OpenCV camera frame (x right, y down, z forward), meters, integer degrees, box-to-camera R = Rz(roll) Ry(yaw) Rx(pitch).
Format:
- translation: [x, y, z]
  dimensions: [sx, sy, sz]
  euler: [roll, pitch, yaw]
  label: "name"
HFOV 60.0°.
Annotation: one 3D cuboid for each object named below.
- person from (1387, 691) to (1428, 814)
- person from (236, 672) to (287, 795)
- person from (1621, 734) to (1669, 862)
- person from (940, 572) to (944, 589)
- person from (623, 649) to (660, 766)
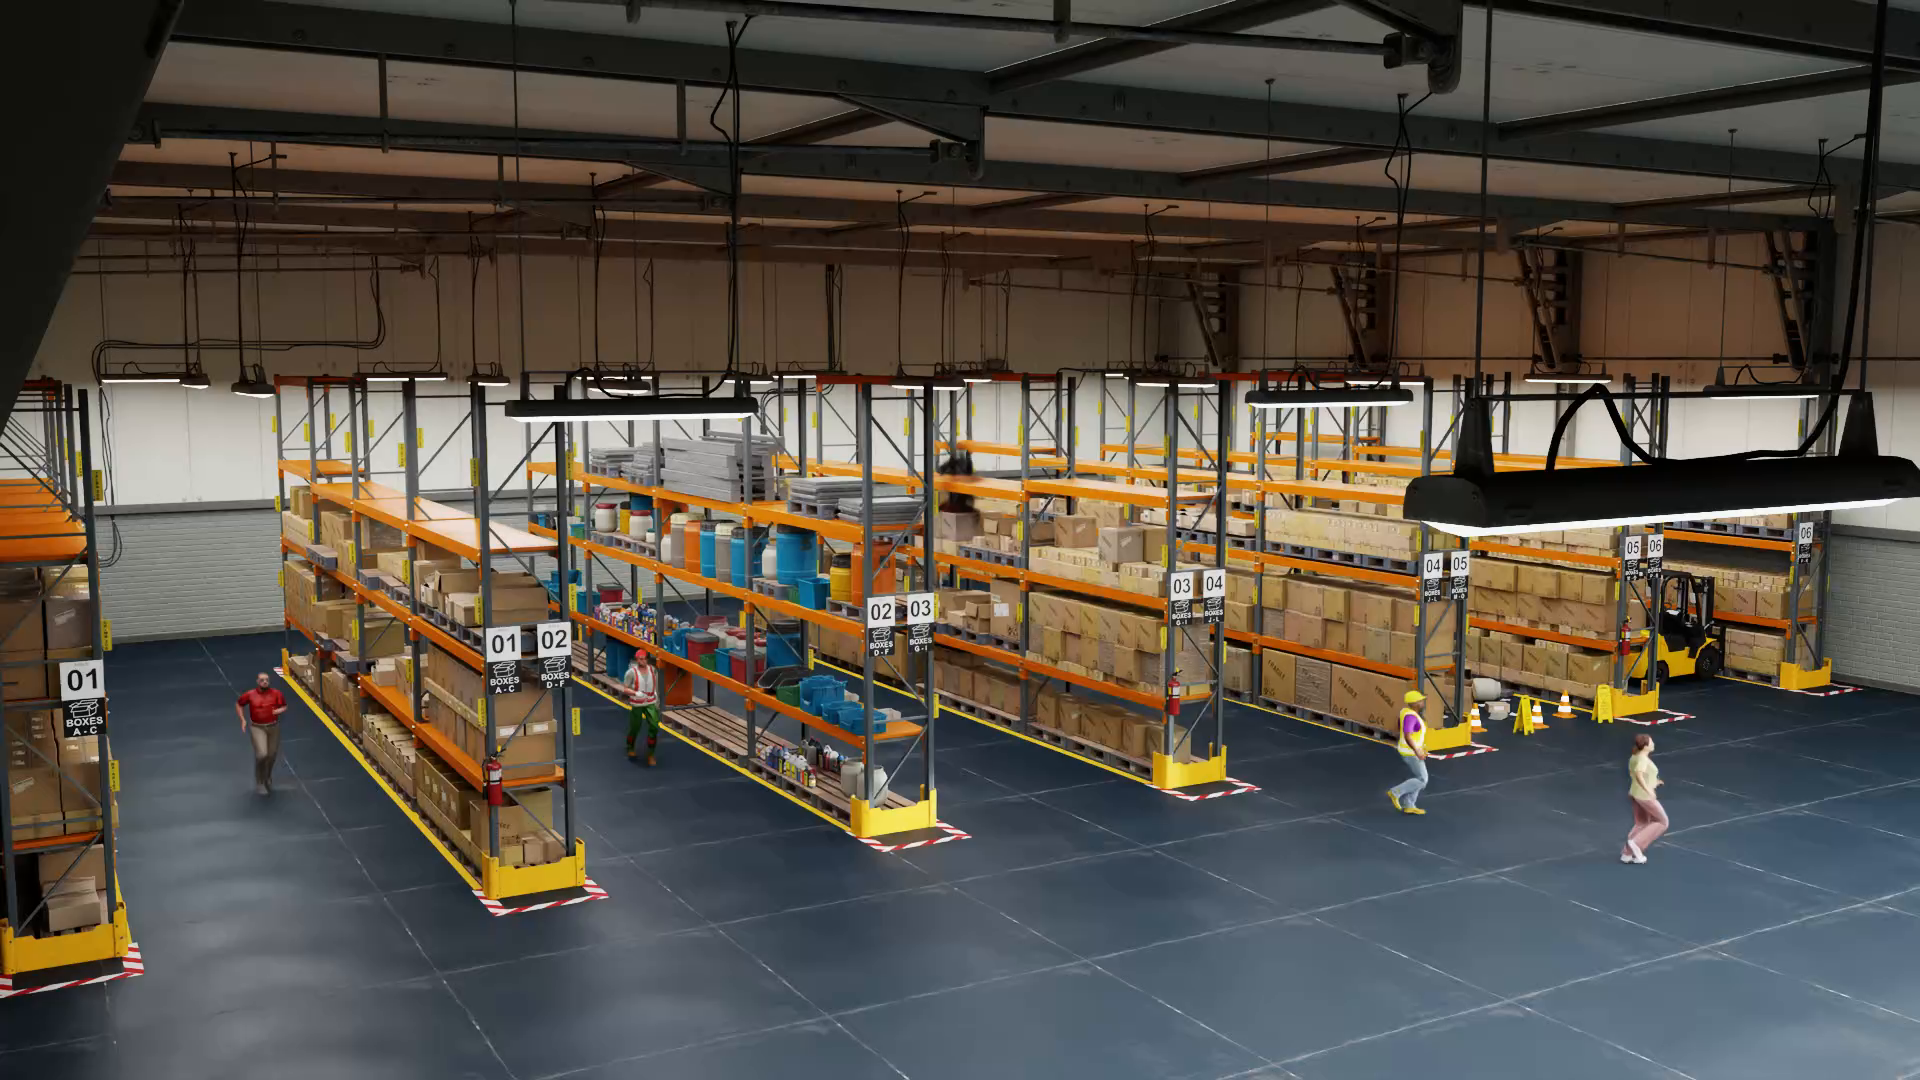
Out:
- translation: [6.226, 2.949, 23.130]
  dimensions: [0.578, 1.738, 0.719]
  euler: [0, 6, 4]
  label: "person"
- translation: [-10.169, 2.830, 24.328]
  dimensions: [0.631, 1.796, 0.768]
  euler: [-5, 8, -40]
  label: "person"
- translation: [8.594, 3.232, 20.846]
  dimensions: [0.556, 1.628, 0.555]
  euler: [0, 6, -1]
  label: "person"
- translation: [-0.603, 0.829, 42.107]
  dimensions: [1.066, 1.740, 0.673]
  euler: [-3, 7, -26]
  label: "person"
- translation: [-4.982, 2.608, 26.023]
  dimensions: [0.602, 1.838, 0.801]
  euler: [-4, 7, -30]
  label: "person"
